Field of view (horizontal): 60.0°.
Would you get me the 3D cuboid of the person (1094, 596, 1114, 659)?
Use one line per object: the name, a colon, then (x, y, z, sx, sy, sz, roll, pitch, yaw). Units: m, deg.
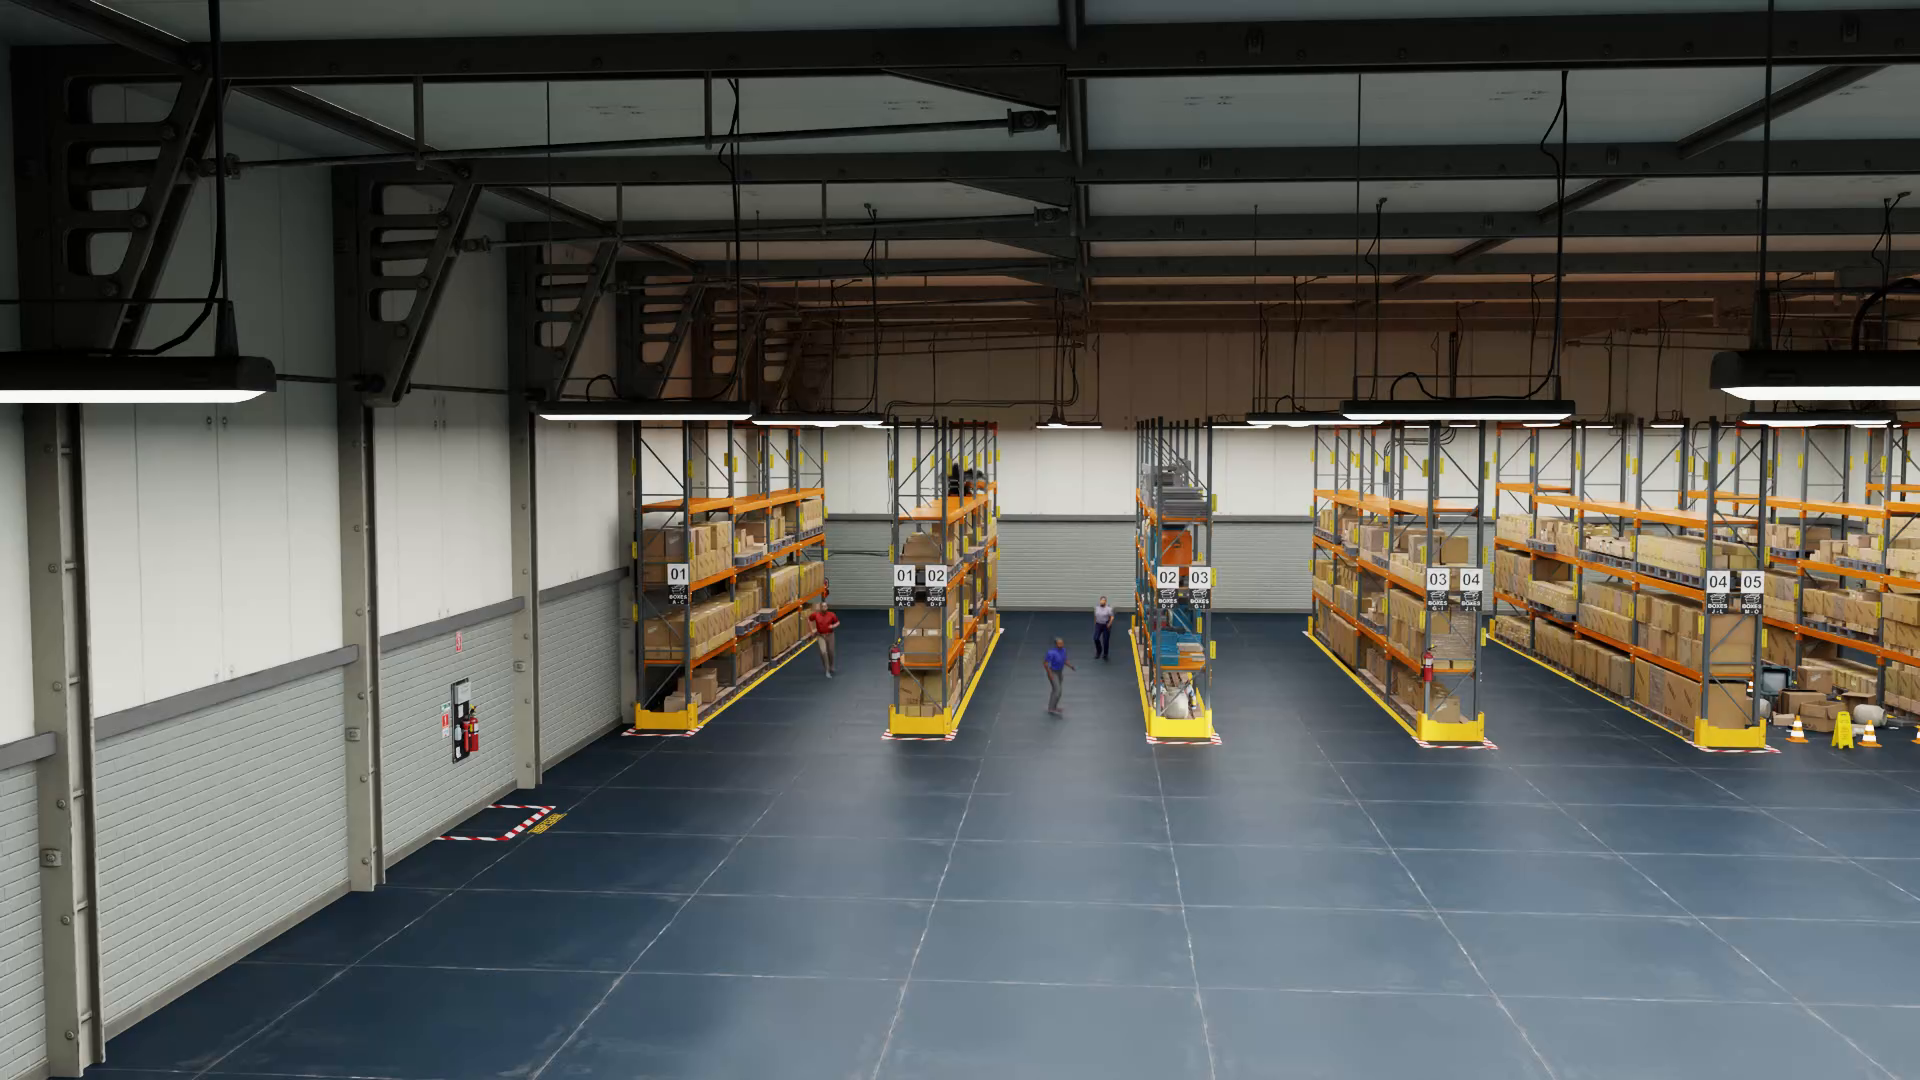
person: (3.598, 2.189, 41.714, 0.585, 1.596, 0.806, 1, 4, 15)

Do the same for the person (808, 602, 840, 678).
person: (-3.180, 2.332, 38.962, 0.748, 1.783, 0.809, -1, 4, -9)

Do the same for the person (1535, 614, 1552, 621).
person: (16.686, 1.716, 47.570, 0.886, 1.842, 0.647, -1, 4, -14)

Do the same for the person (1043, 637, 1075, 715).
person: (1.999, 2.747, 33.811, 0.770, 1.599, 0.638, 3, 5, 39)
